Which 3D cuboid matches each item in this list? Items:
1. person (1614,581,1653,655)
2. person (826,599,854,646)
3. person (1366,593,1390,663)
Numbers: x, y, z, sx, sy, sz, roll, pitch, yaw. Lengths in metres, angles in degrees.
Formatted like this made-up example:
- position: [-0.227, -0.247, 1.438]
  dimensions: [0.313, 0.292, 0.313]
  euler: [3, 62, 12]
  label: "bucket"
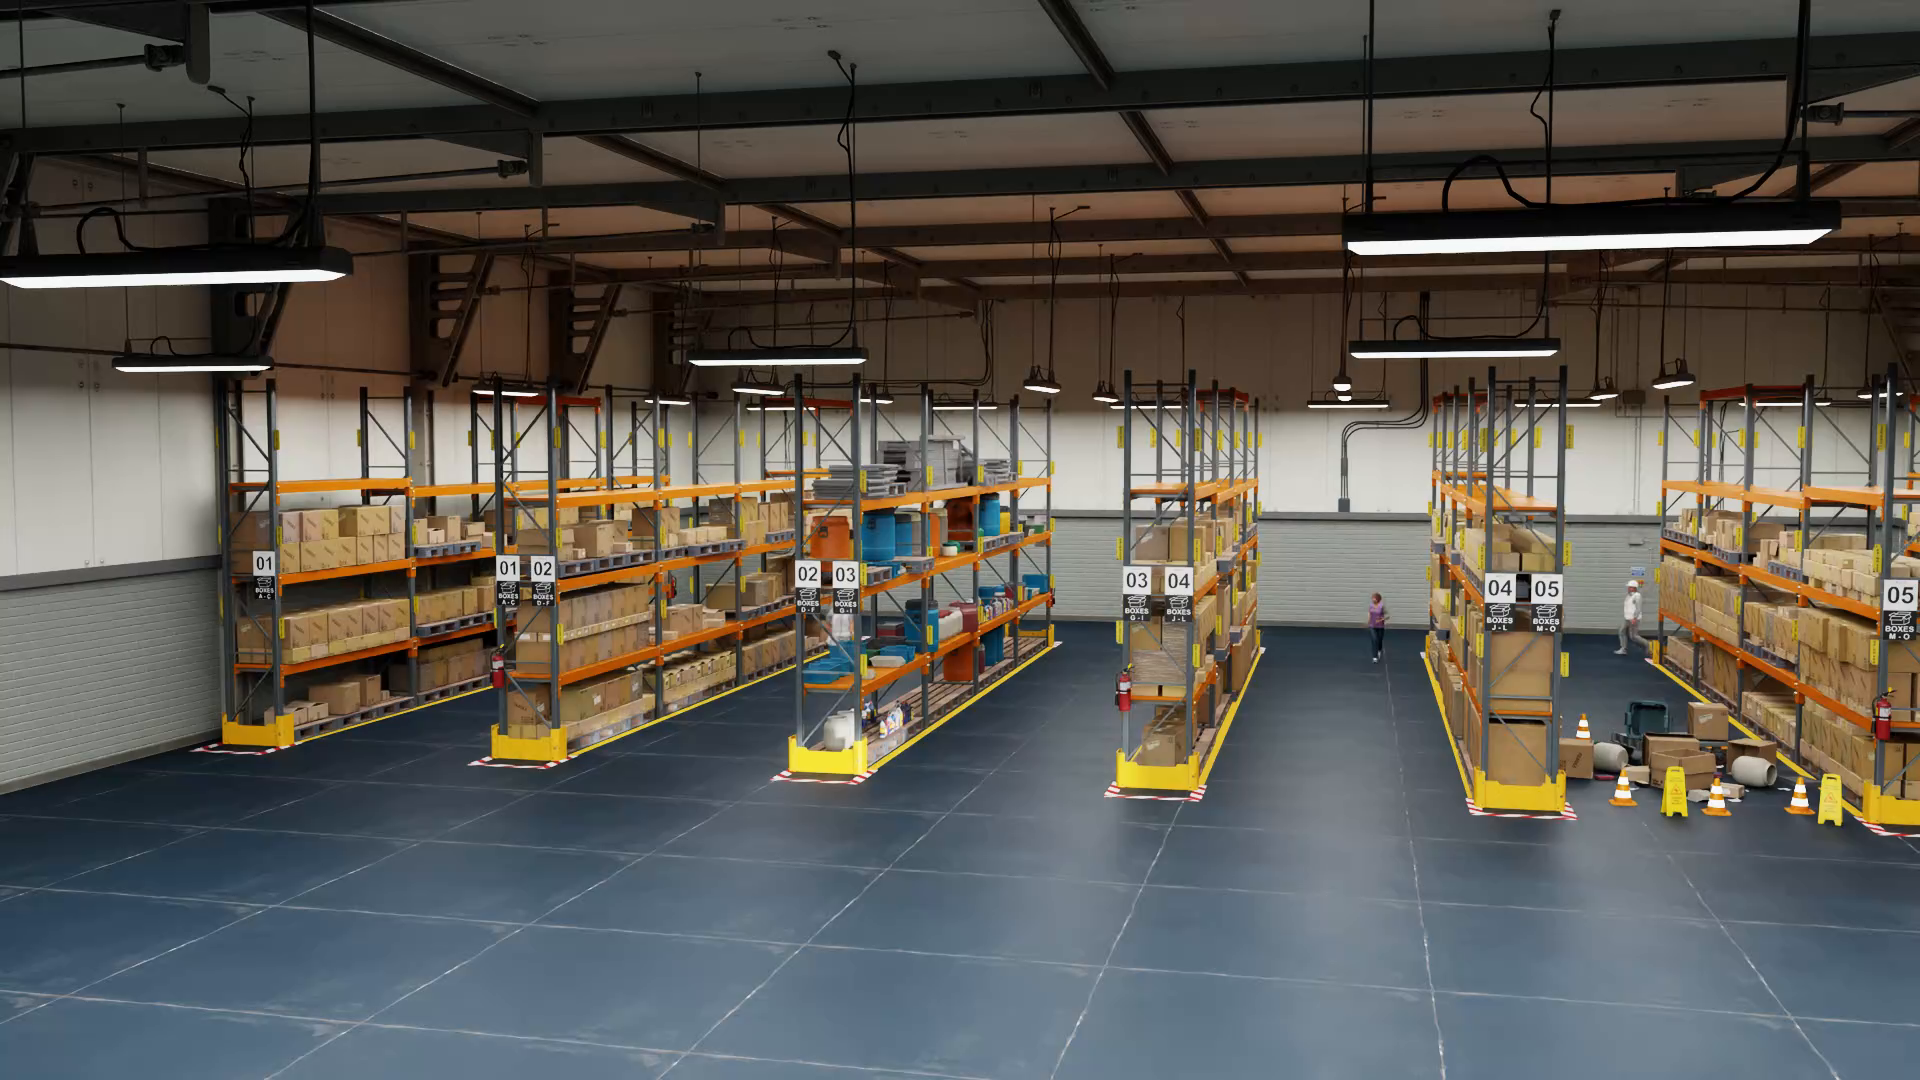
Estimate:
- position: [15.640, 1.807, 38.587]
  dimensions: [0.845, 1.736, 0.557]
  euler: [1, 3, 9]
  label: "person"
- position: [-2.469, 2.025, 34.555]
  dimensions: [0.656, 1.716, 1.054]
  euler: [0, 3, 6]
  label: "person"
- position: [9.410, 1.963, 37.437]
  dimensions: [0.520, 1.549, 0.911]
  euler: [1, 4, 19]
  label: "person"
